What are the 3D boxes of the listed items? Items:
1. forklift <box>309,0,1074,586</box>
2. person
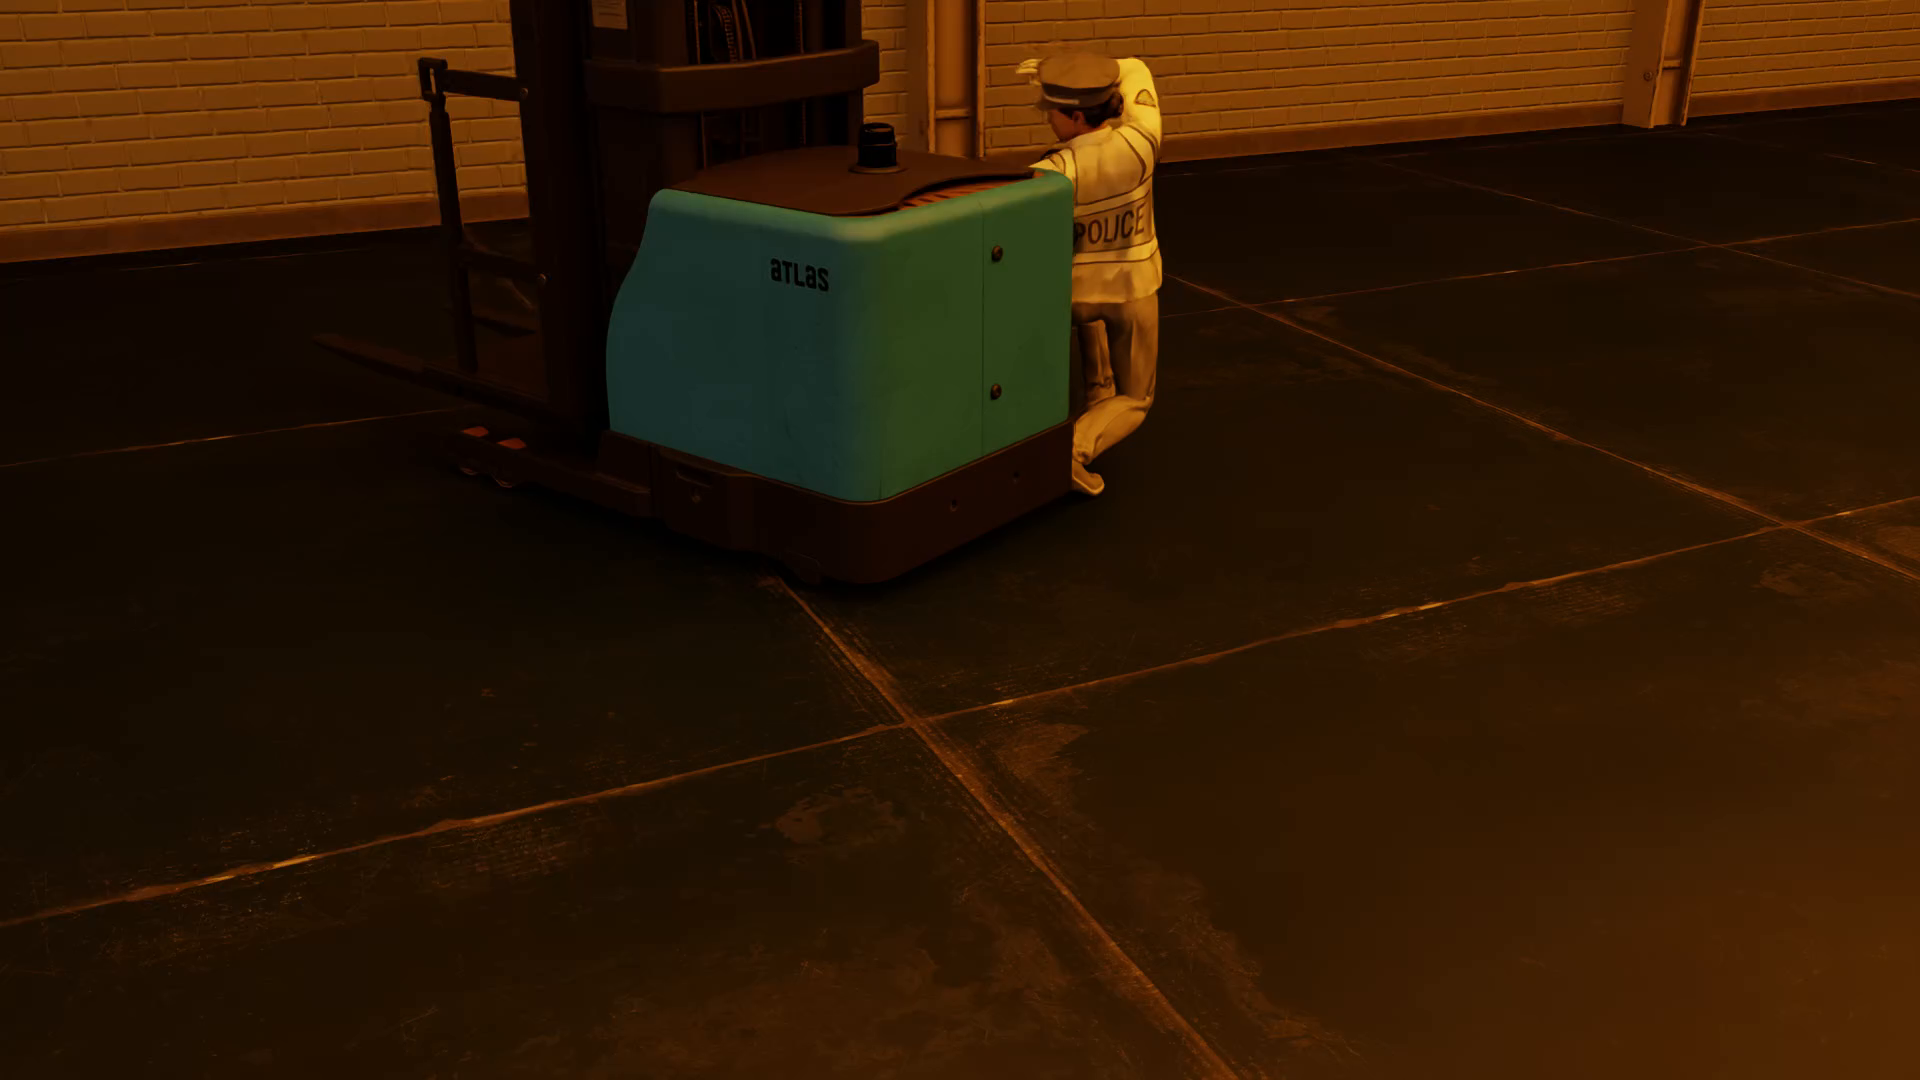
[{"bbox_3d":[-1.113,-1.666,5.296,3.031,2.935,1.130,17,28,35],"label":"forklift"},{"bbox_3d":[0.196,-0.908,5.505,0.942,1.397,0.882,3,23,8],"label":"person"}]
